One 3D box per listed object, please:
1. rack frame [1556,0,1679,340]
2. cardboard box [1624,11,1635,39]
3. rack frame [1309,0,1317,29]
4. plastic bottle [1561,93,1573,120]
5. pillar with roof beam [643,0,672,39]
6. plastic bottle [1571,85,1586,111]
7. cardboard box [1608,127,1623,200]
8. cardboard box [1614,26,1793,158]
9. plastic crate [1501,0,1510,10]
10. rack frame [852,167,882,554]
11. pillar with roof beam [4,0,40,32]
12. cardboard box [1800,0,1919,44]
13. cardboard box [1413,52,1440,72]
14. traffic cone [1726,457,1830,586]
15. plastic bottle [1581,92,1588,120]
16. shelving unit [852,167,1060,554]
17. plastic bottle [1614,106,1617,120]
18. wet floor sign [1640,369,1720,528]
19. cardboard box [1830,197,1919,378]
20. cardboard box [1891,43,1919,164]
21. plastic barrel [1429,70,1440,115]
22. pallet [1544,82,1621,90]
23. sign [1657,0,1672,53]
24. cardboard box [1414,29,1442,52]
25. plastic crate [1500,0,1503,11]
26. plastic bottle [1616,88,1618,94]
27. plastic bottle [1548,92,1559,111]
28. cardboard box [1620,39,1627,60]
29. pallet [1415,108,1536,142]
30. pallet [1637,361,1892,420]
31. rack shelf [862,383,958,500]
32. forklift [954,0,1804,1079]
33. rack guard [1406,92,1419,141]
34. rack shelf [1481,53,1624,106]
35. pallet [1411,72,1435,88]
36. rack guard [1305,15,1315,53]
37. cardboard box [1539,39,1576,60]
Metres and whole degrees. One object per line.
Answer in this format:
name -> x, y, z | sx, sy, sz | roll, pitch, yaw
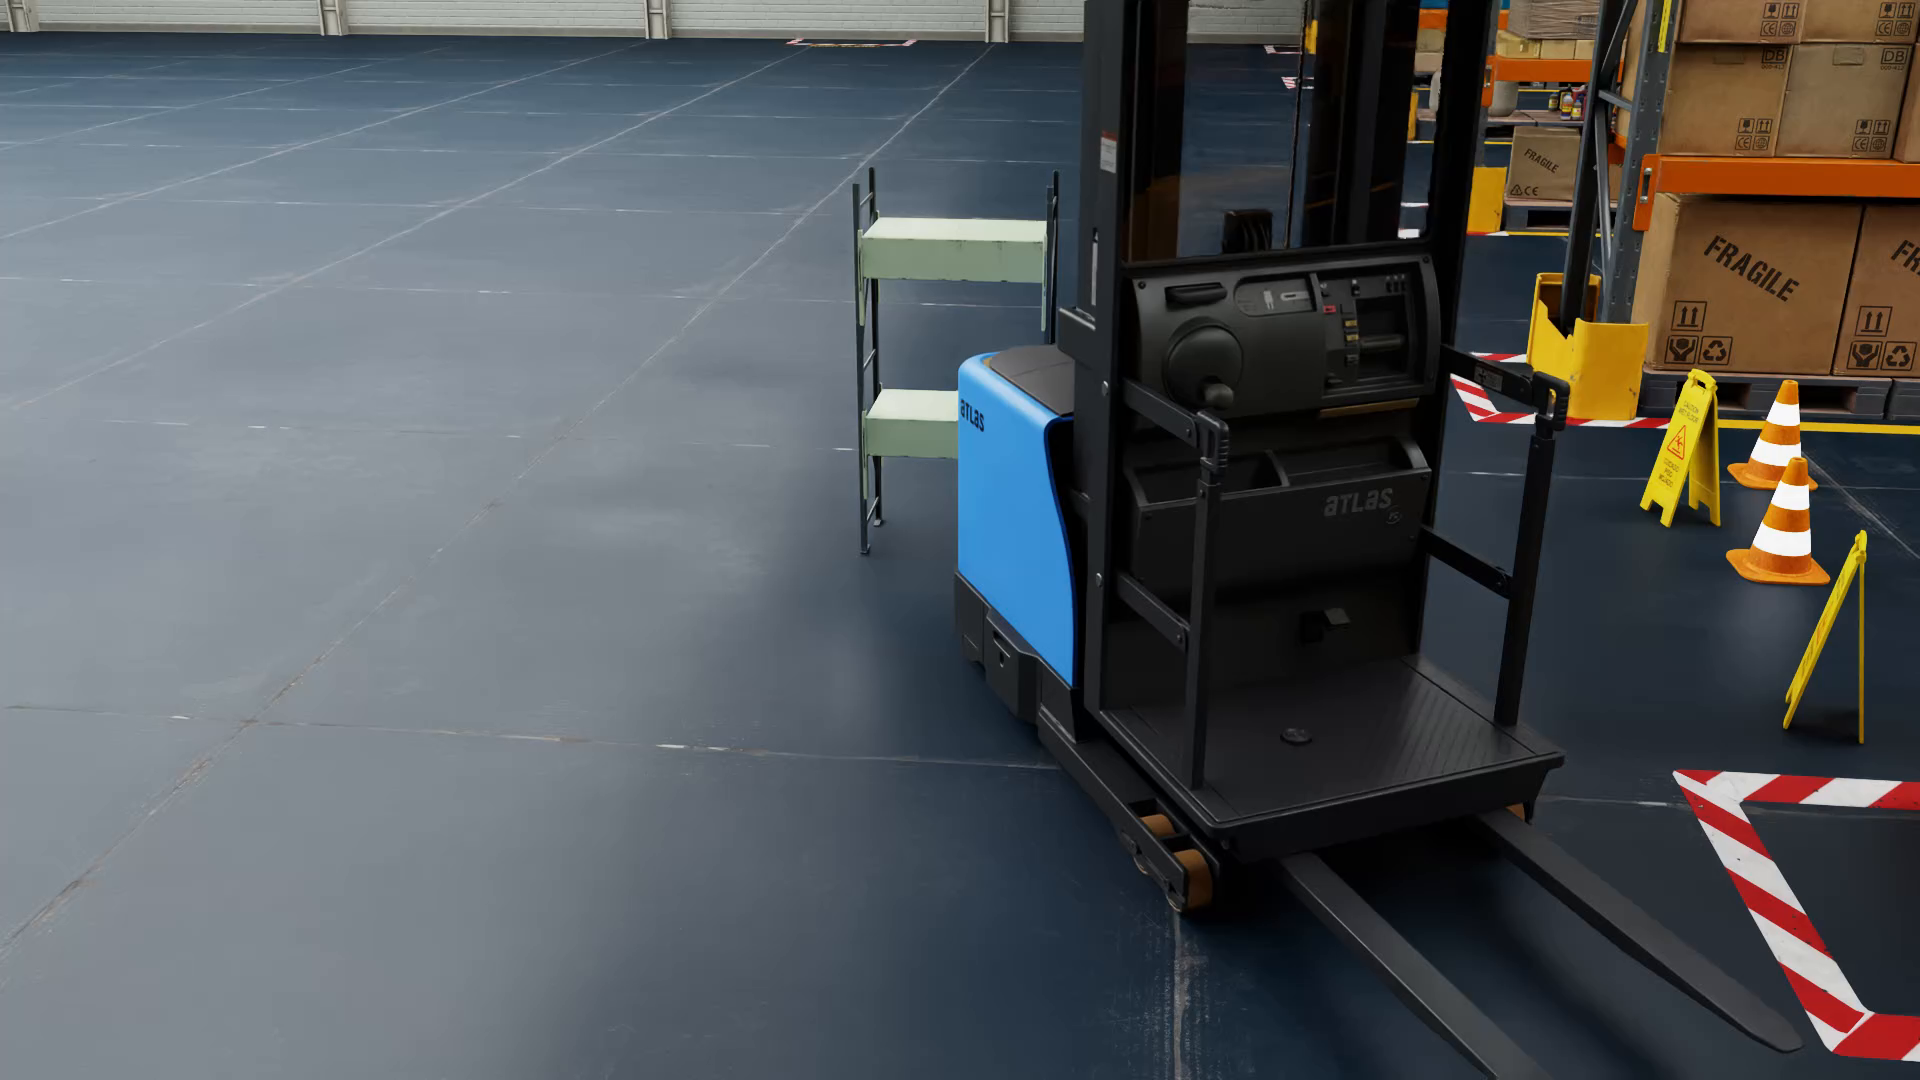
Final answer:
rack frame -> 3.377, -2.220, 8.474 | 0.127, 3.000, 1.000 | 2, 22, 6
cardboard box -> 5.115, -4.199, 12.941 | 0.500, 0.500, 0.875 | 2, 22, 6
rack frame -> 5.810, -9.452, 26.767 | 0.127, 3.000, 1.000 | 2, 22, 6
plastic bottle -> 6.408, -4.578, 17.552 | 0.097, 0.271, 0.097 | 0, 22, 0
pillar with roof beam -> -5.816, -11.474, 23.724 | 0.400, 9.000, 9.100 | 2, 22, 6
plastic bottle -> 6.766, -4.832, 18.188 | 0.135, 0.276, 0.152 | 3, 22, 7
cardboard box -> 5.277, -3.012, 13.308 | 0.500, 0.500, 0.500 | 8, 23, 20
cardboard box -> 3.751, -2.290, 8.448 | 0.550, 0.550, 0.875 | 2, 22, 6
plastic crate -> 5.820, -5.823, 17.790 | 0.408, 0.251, 0.499 | 2, 22, 6
rack frame -> -0.370, -0.714, 6.705 | 0.023, 1.500, 0.400 | 2, 22, 6
pillar with roof beam -> -17.733, -11.994, 25.037 | 0.400, 9.000, 9.100 | 2, 22, 6
cardboard box -> 4.298, -2.771, 8.197 | 0.550, 0.550, 0.875 | 2, 22, 6
cardboard box -> 6.234, -6.435, 22.305 | 0.500, 0.250, 0.500 | 2, 22, 6
traffic cone -> 3.267, -0.101, 6.565 | 0.334, 0.463, 0.336 | 2, 22, 6
plastic bottle -> 6.630, -4.567, 17.508 | 0.133, 0.283, 0.061 | 3, 22, 7
shelving unit -> -0.007, -0.698, 6.665 | 0.755, 1.500, 0.431 | 2, 22, 6
plastic bottle -> 6.946, -4.522, 17.506 | 0.097, 0.201, 0.097 | 0, 22, 0
wet floor sign -> 3.115, -0.403, 7.082 | 0.232, 0.644, 0.267 | -1, 22, -3
cardboard box -> 4.932, -1.384, 8.680 | 0.875, 0.875, 0.875 | 2, 22, 5
cardboard box -> 4.841, -2.204, 8.230 | 0.550, 0.550, 0.875 | 2, 22, 6
plastic barrel -> 5.306, -4.872, 17.996 | 0.421, 0.512, 0.421 | 0, 22, 0
pallet -> 8.418, -6.223, 22.392 | 1.213, 0.211, 1.003 | 2, 22, 6
sign -> 3.306, -2.457, 7.789 | 0.005, 0.325, 0.100 | 2, 22, 6
cardboard box -> 6.234, -6.783, 22.165 | 0.500, 0.500, 0.500 | 2, 22, 6
plastic crate -> 5.495, -5.556, 17.271 | 0.250, 0.136, 0.298 | 2, 22, 6
plastic bottle -> 7.069, -4.855, 18.145 | 0.185, 0.351, 0.144 | 3, 22, 9
plastic bottle -> 6.519, -4.818, 18.255 | 0.097, 0.201, 0.097 | 0, 22, 0
cardboard box -> 5.059, -3.773, 12.744 | 0.250, 0.149, 0.380 | 2, 22, 6
pallet -> 5.531, -4.514, 18.072 | 1.213, 0.211, 1.003 | 2, 22, 6
pallet -> 4.180, -0.917, 8.972 | 1.213, 0.211, 1.003 | 2, 22, 6
rack shelf -> -0.007, -0.395, 6.785 | 0.720, 0.370, 0.431 | 2, 22, 6
forklift -> 0.973, -0.544, 4.329 | 1.130, 2.935, 3.031 | -8, 23, -19
rack guard -> 4.725, -4.686, 18.112 | 0.348, 0.500, 1.175 | 2, 22, 6
rack shelf -> 6.047, -3.605, 12.957 | 4.000, 0.370, 1.077 | 2, 22, 6
pallet -> 5.995, -6.328, 22.659 | 1.213, 0.211, 1.003 | 2, 22, 6
rack guard -> 5.885, -8.286, 27.218 | 0.348, 0.500, 1.175 | 2, 22, 6
cardboard box -> 4.562, -3.792, 12.793 | 0.250, 0.149, 0.380 | 2, 22, 6
